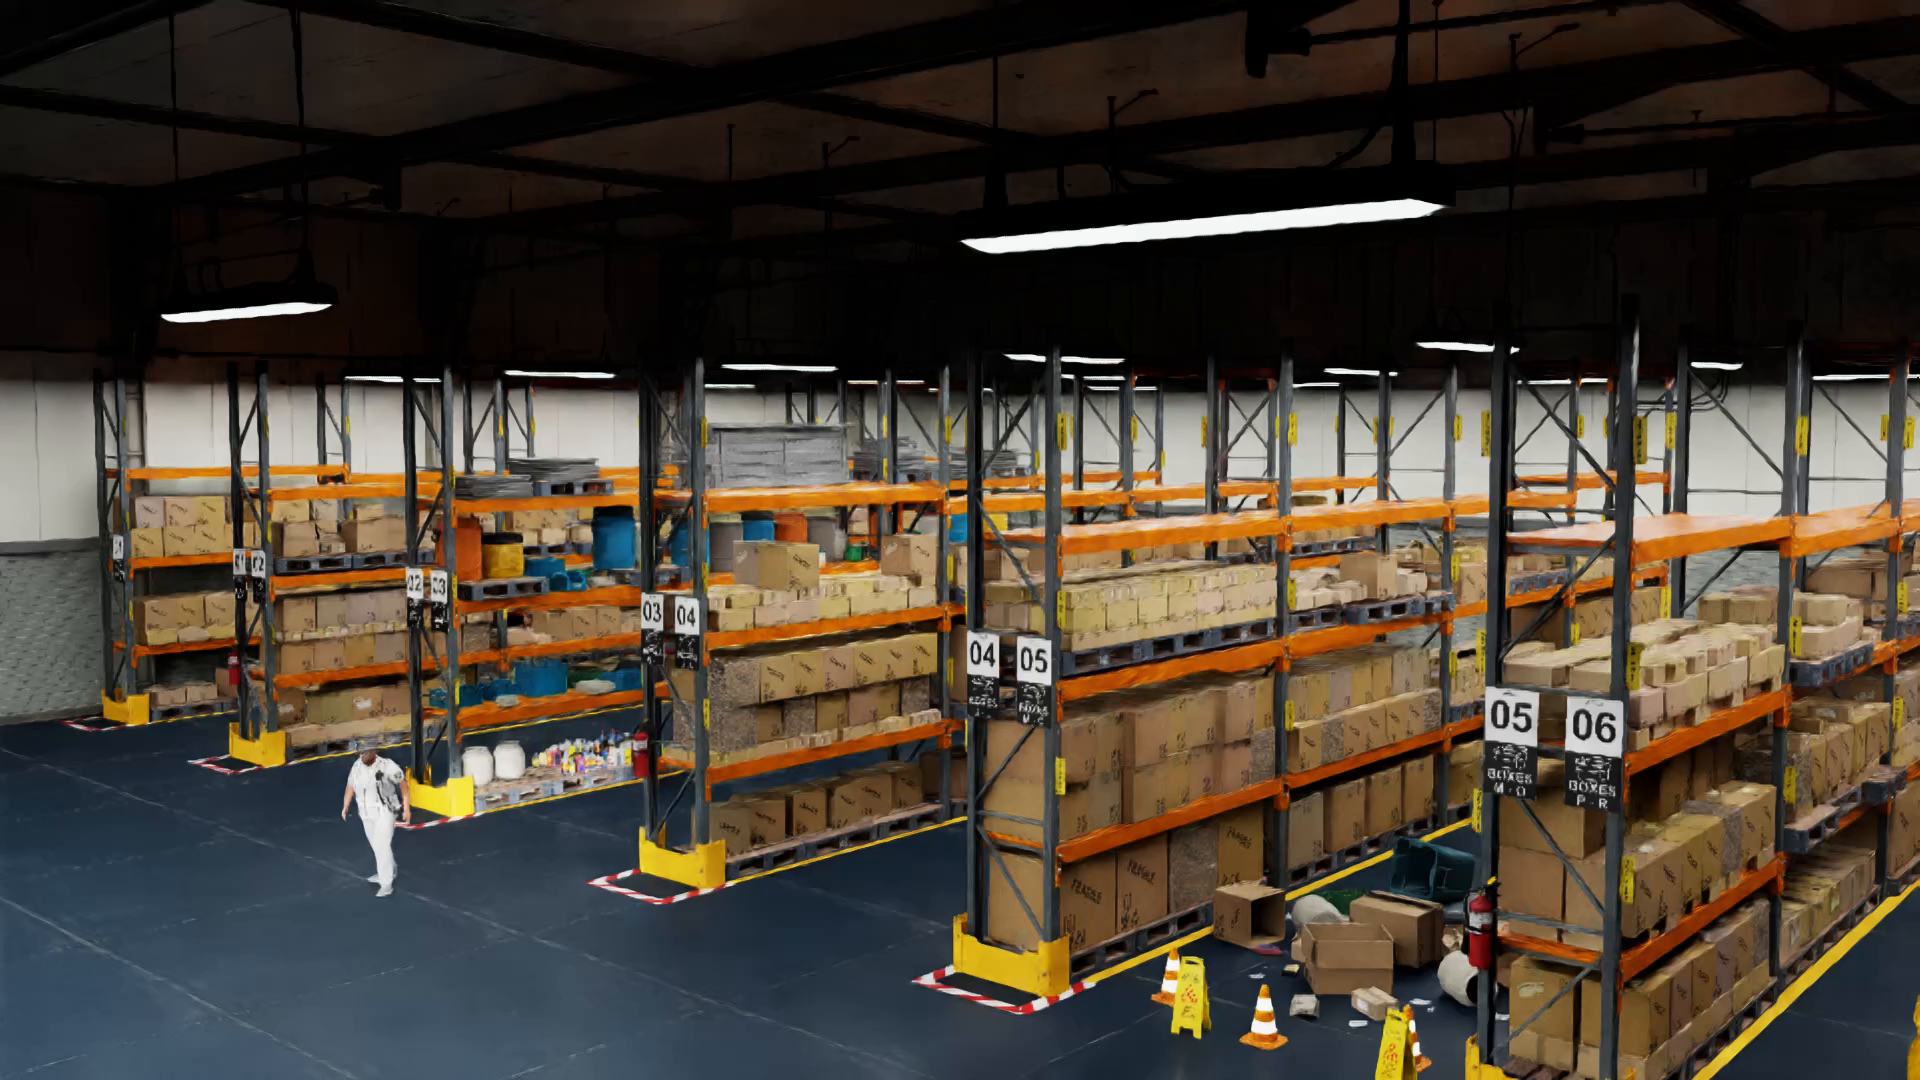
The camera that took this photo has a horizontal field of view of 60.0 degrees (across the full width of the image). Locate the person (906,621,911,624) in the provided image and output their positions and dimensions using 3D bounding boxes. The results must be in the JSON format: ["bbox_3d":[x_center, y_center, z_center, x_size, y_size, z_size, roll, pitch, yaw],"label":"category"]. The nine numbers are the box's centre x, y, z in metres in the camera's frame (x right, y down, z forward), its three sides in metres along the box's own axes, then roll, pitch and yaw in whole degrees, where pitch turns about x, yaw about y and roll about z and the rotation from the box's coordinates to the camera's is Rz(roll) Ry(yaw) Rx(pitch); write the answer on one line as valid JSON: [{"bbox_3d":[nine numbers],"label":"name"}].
[{"bbox_3d":[-1.458,1.273,41.706,0.666,1.669,0.471,0,4,-4],"label":"person"}]

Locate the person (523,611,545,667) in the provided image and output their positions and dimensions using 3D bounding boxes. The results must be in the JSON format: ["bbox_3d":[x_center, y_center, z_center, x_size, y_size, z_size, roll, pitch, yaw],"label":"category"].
[{"bbox_3d":[-7.821,2.110,30.646,0.580,1.618,0.507,3,5,39],"label":"person"}]

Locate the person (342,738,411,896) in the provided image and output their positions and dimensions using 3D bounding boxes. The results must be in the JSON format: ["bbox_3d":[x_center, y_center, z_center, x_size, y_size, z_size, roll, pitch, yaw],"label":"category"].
[{"bbox_3d":[-6.350,2.972,18.193,0.701,1.696,0.815,2,5,21],"label":"person"}]
